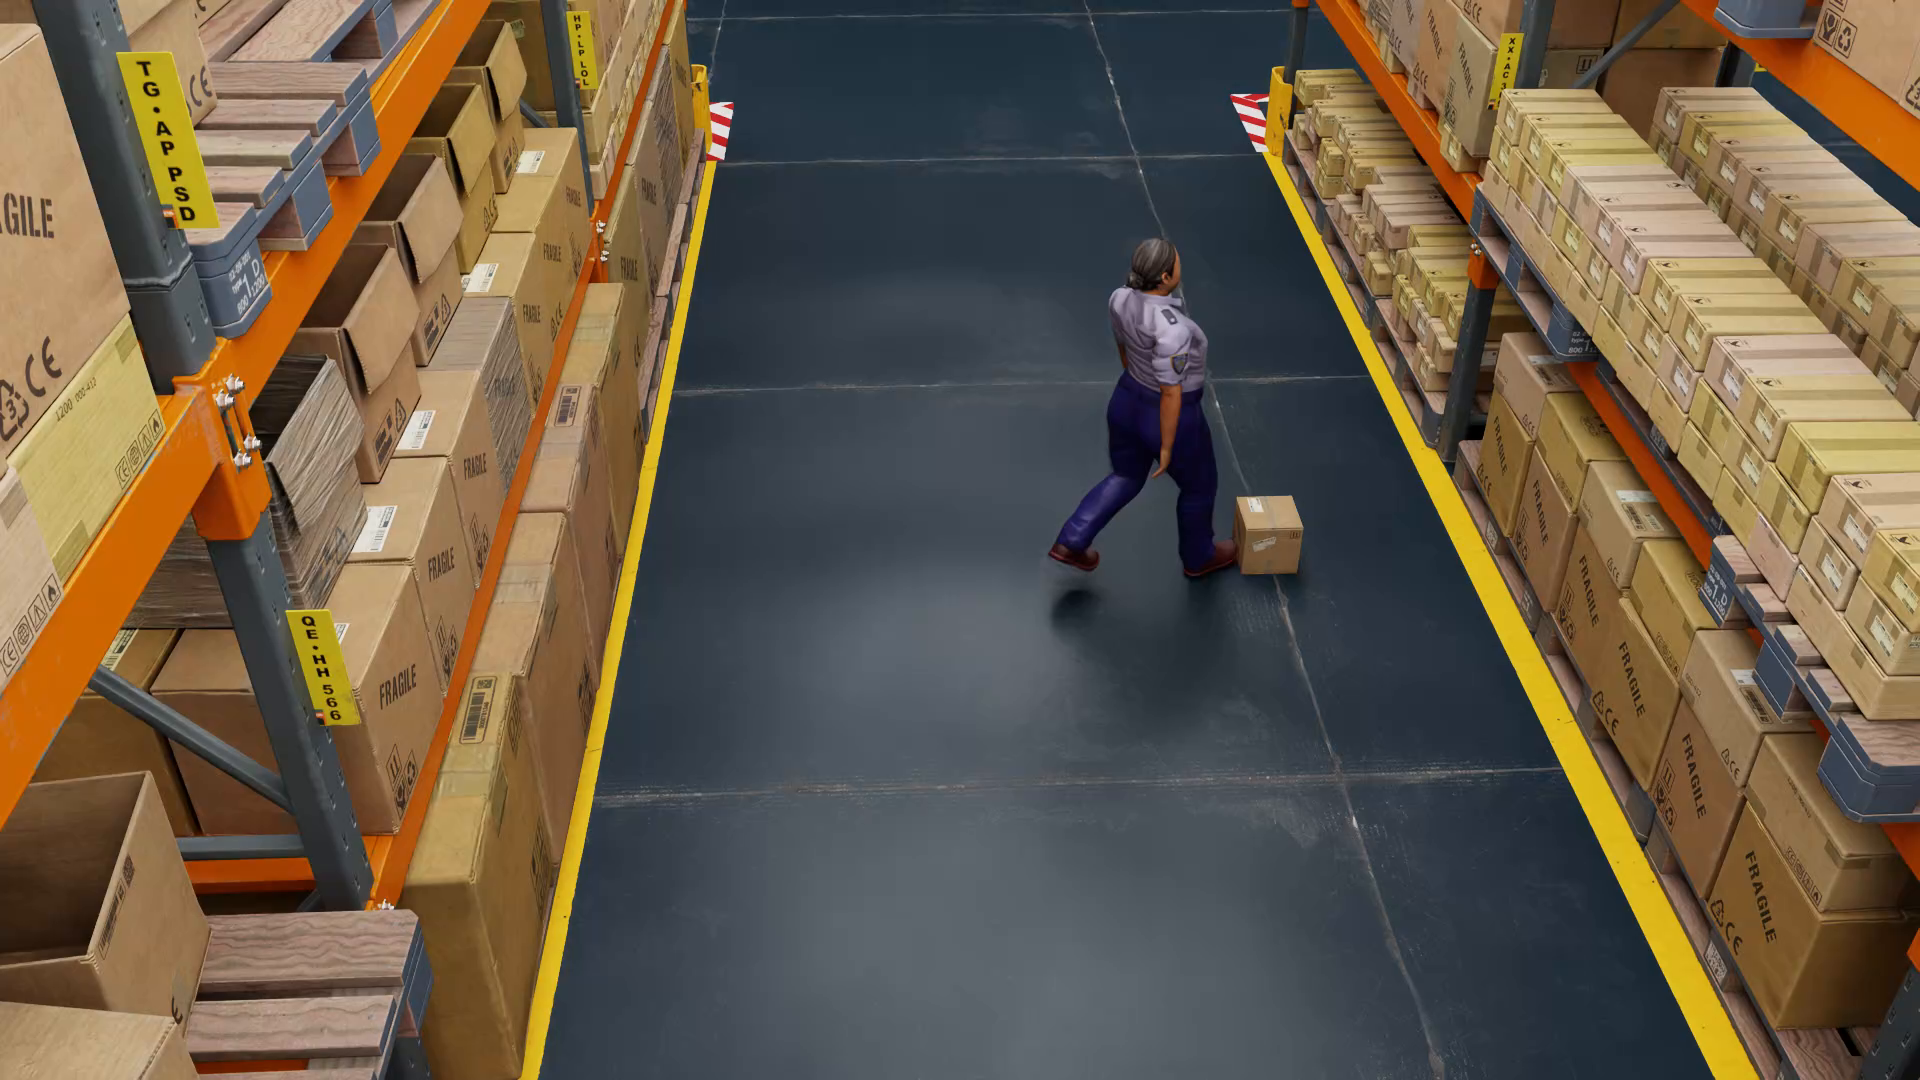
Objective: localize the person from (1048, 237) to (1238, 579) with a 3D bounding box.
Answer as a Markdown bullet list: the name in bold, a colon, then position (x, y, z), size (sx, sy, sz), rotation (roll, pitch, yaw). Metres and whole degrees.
- **person**: position (0.798, -0.518, 6.890), size (0.878, 1.613, 0.482), rotation (-23, 41, -29)
